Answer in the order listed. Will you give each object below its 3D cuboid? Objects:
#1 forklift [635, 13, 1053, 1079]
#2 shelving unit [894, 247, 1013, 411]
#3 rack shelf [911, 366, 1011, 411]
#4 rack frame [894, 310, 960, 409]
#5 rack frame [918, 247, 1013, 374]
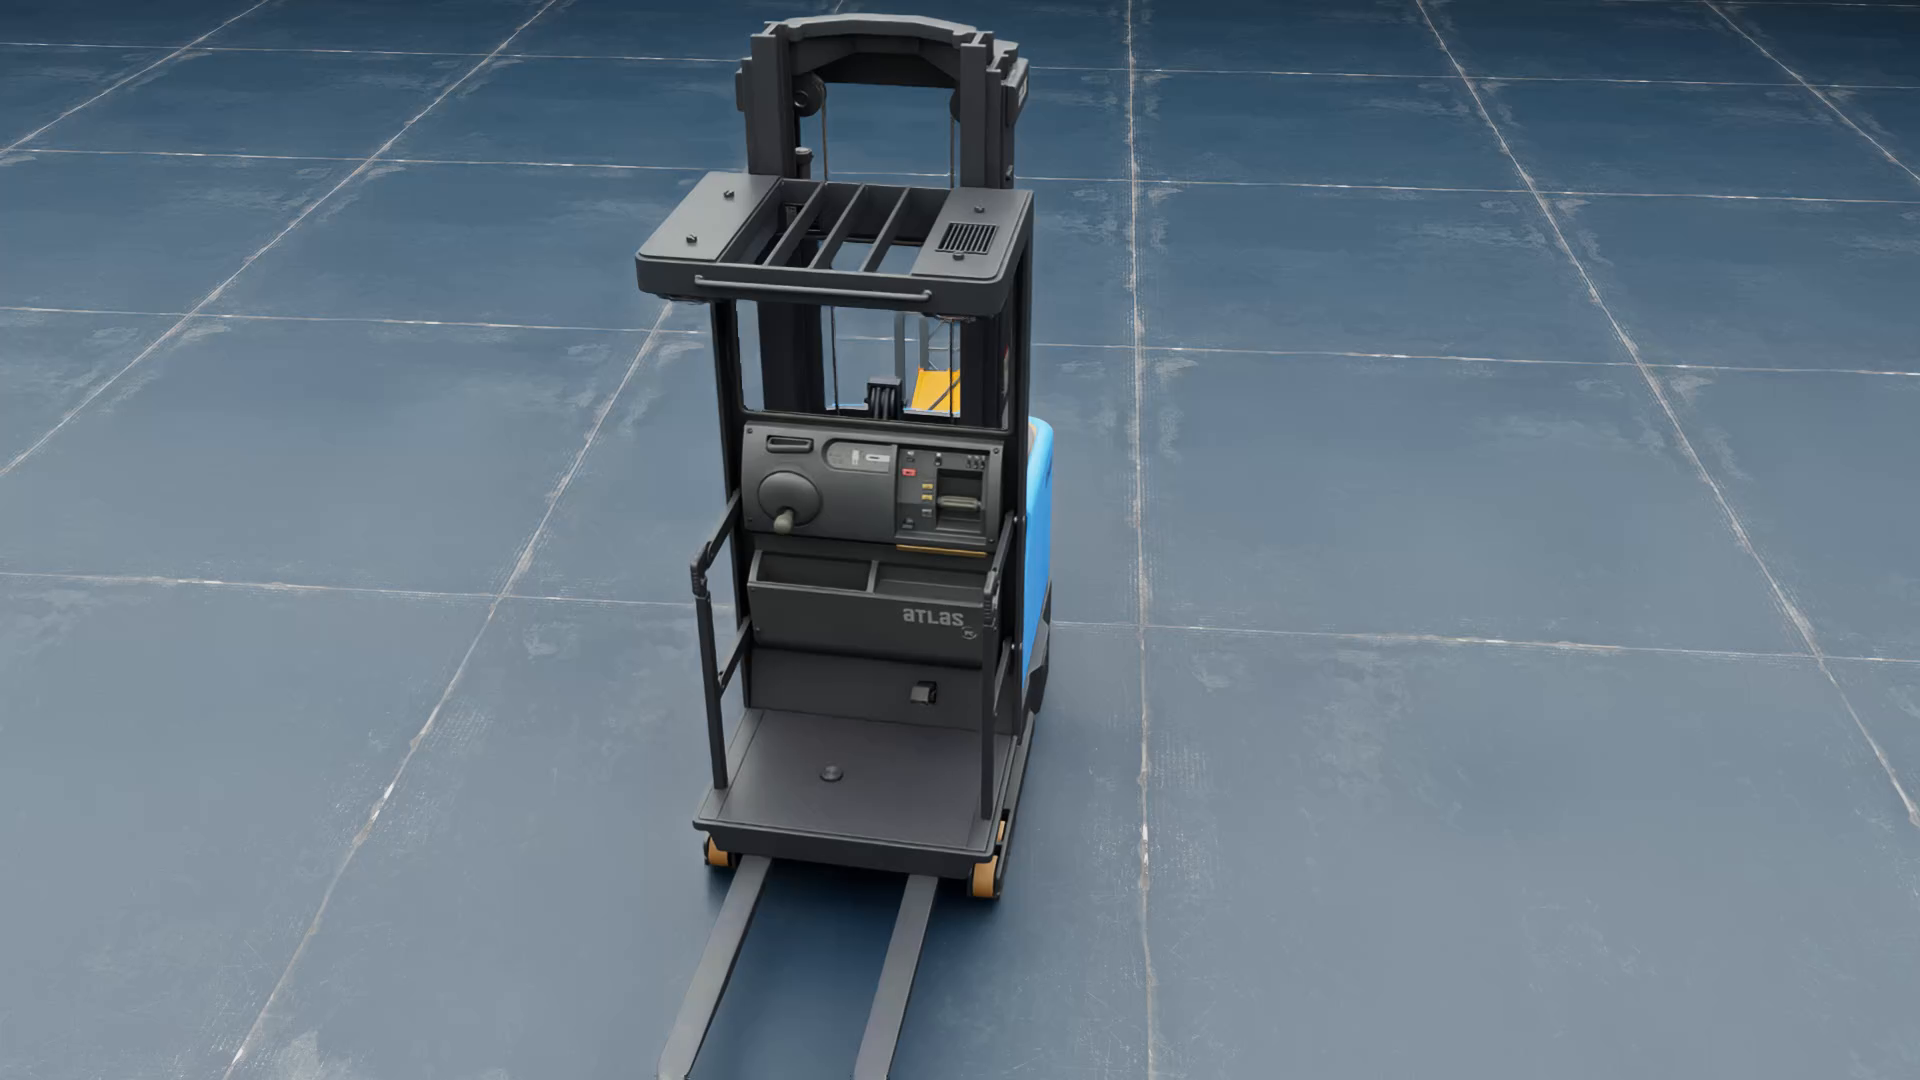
[{"bbox_3d":[-0.347,-0.136,5.677,1.130,2.935,3.031,5,32,8],"label":"forklift"},{"bbox_3d":[0.006,-0.678,7.921,0.587,1.500,1.083,2,32,4],"label":"shelving unit"},{"bbox_3d":[0.007,-0.530,8.023,0.538,0.185,1.000,2,32,4],"label":"rack shelf"},{"bbox_3d":[-0.034,-0.417,7.498,0.500,1.500,0.032,2,32,4],"label":"rack frame"},{"bbox_3d":[0.048,-0.949,8.360,0.500,1.500,0.032,2,32,4],"label":"rack frame"}]
